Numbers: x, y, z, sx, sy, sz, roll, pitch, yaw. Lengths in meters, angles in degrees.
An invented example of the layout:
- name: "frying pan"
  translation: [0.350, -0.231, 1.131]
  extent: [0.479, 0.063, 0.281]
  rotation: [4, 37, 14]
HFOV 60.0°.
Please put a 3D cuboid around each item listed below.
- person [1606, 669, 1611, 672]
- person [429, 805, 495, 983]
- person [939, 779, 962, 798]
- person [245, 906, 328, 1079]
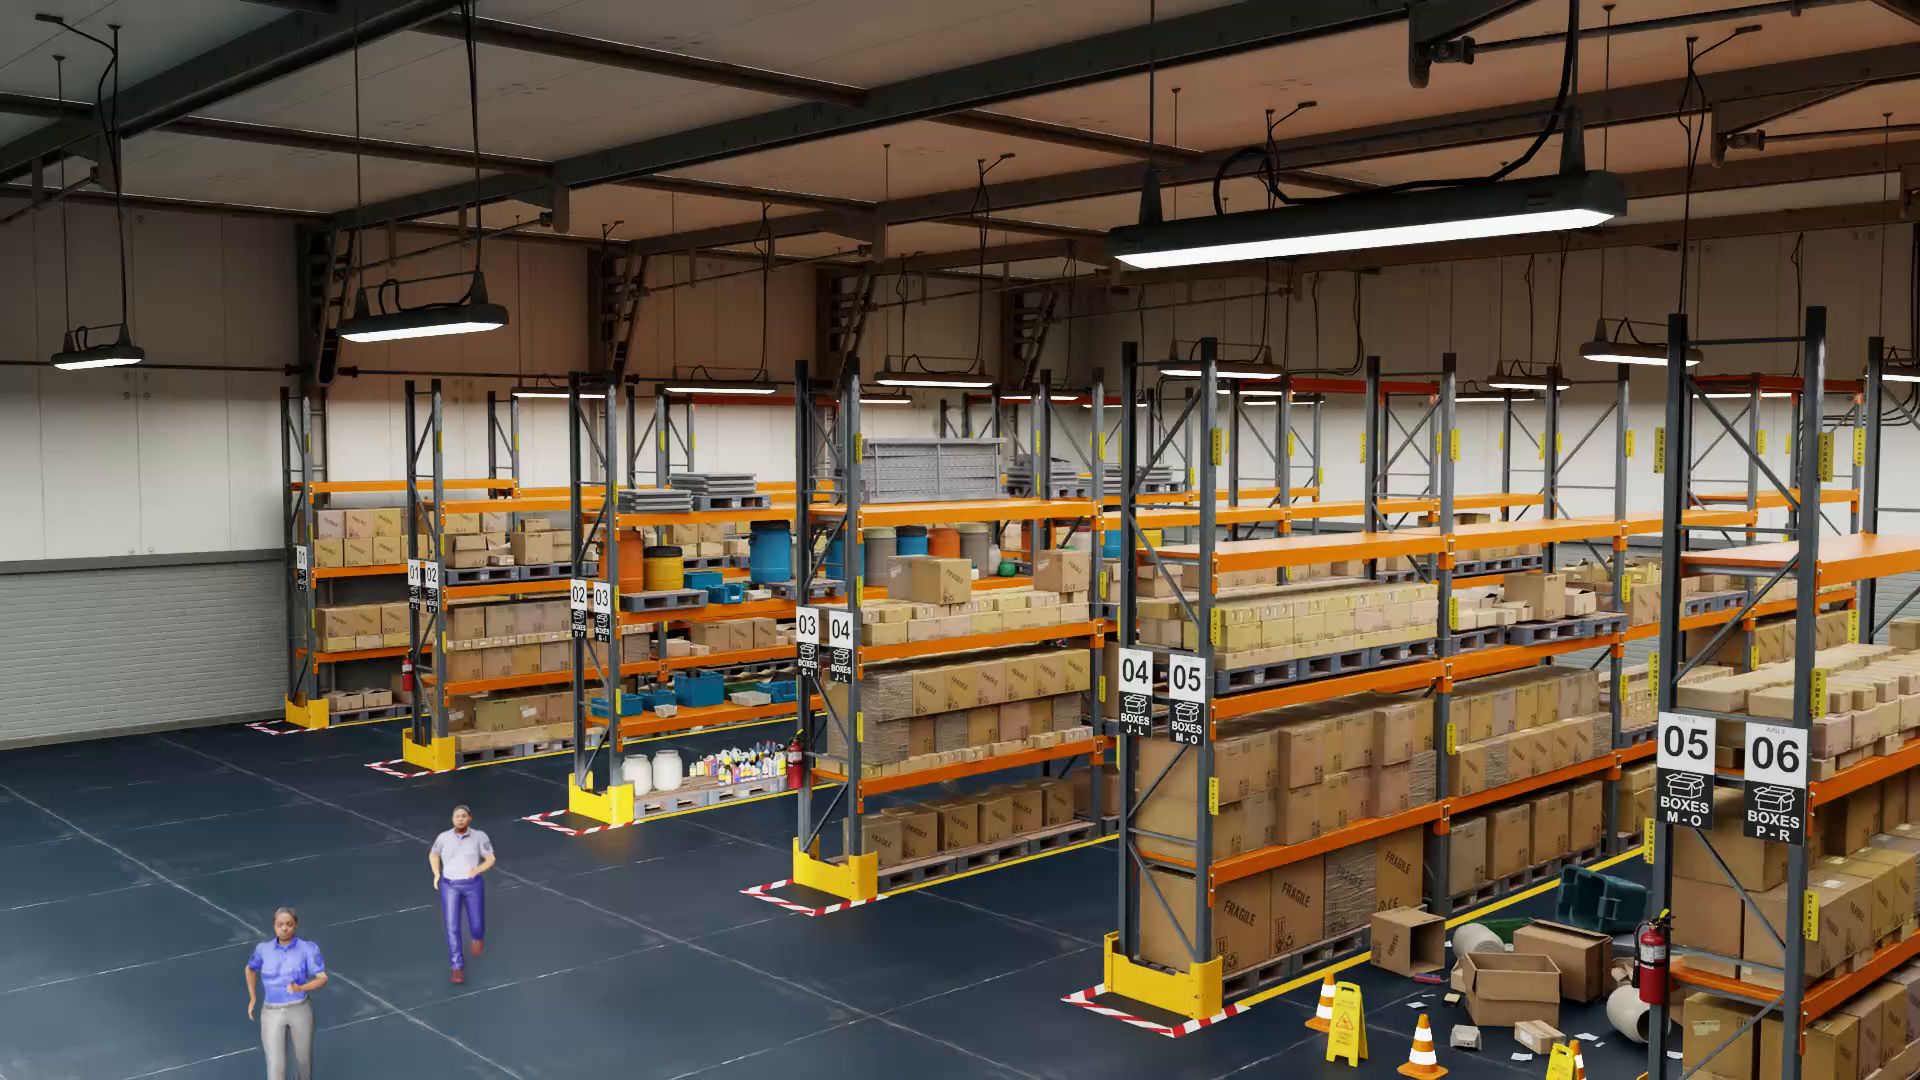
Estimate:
- name: "person"
  translation: [10.018, 2.752, 25.361]
  extent: [0.741, 1.611, 0.538]
  rotation: [-3, 5, -36]
- name: "person"
  translation: [-4.772, 3.339, 15.935]
  extent: [0.620, 1.611, 0.803]
  rotation: [-1, 4, -13]
- name: "person"
  translation: [-0.142, 2.903, 22.244]
  extent: [0.592, 1.729, 0.684]
  rotation: [4, 5, 44]
- name: "person"
  translation: [-4.980, 3.529, 12.307]
  extent: [0.575, 1.644, 0.941]
  rotation: [-1, 4, -20]
